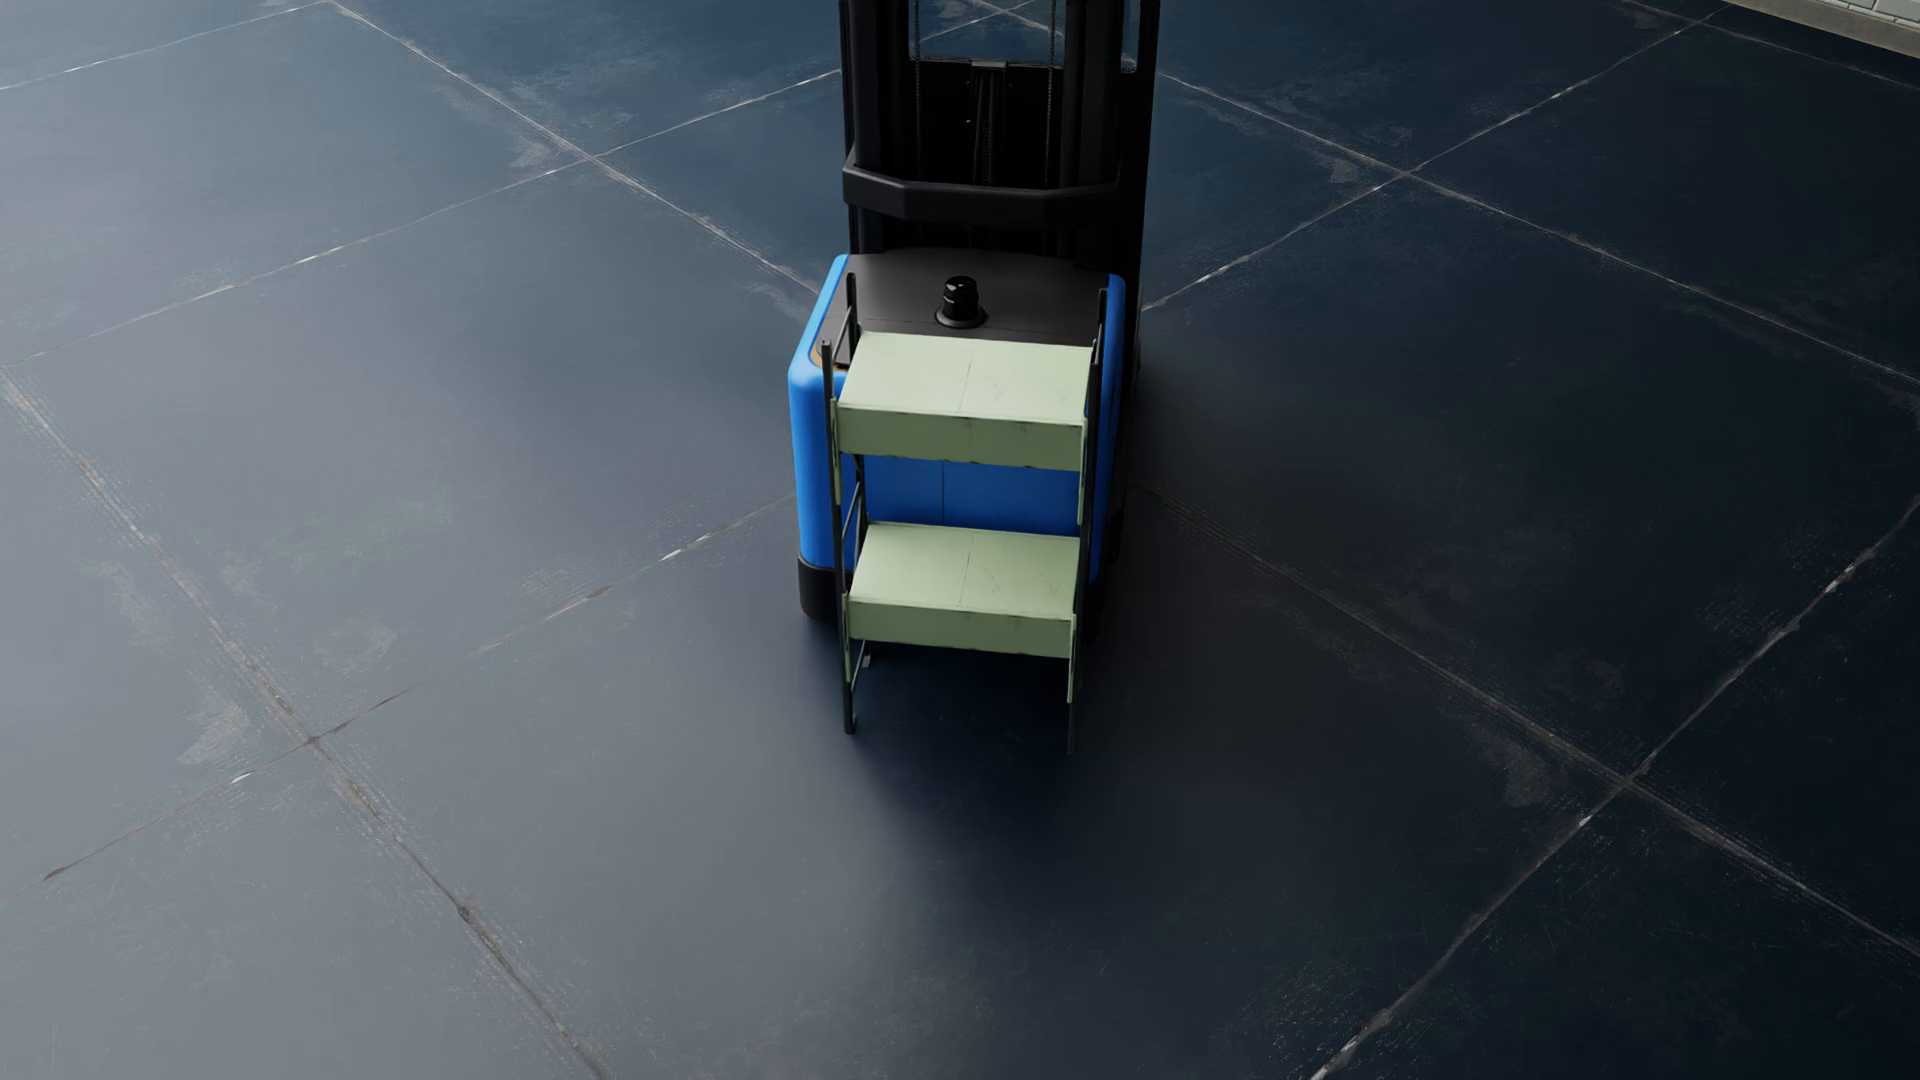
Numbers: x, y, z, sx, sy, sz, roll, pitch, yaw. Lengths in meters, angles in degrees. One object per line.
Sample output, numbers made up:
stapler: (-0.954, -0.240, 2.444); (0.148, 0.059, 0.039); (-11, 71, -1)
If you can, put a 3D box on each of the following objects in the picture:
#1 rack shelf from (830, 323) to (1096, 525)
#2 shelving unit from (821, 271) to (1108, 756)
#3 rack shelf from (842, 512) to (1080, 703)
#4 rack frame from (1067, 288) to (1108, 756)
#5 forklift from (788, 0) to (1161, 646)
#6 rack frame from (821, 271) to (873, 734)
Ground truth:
rack shelf: (0.022, -0.344, 4.861); (0.720, 0.370, 0.431); (5, 39, 6)
shelving unit: (0.022, -0.041, 5.107); (0.755, 1.500, 0.431); (5, 39, 6)
rack shelf: (0.022, 0.212, 5.312); (0.720, 0.370, 0.431); (5, 39, 6)
rack frame: (0.385, -0.010, 5.069); (0.023, 1.500, 0.400); (5, 39, 6)
forklift: (0.168, -1.700, 6.022); (1.130, 2.935, 3.031); (5, 39, 7)
rack frame: (-0.341, -0.072, 5.145); (0.023, 1.500, 0.400); (5, 39, 6)
